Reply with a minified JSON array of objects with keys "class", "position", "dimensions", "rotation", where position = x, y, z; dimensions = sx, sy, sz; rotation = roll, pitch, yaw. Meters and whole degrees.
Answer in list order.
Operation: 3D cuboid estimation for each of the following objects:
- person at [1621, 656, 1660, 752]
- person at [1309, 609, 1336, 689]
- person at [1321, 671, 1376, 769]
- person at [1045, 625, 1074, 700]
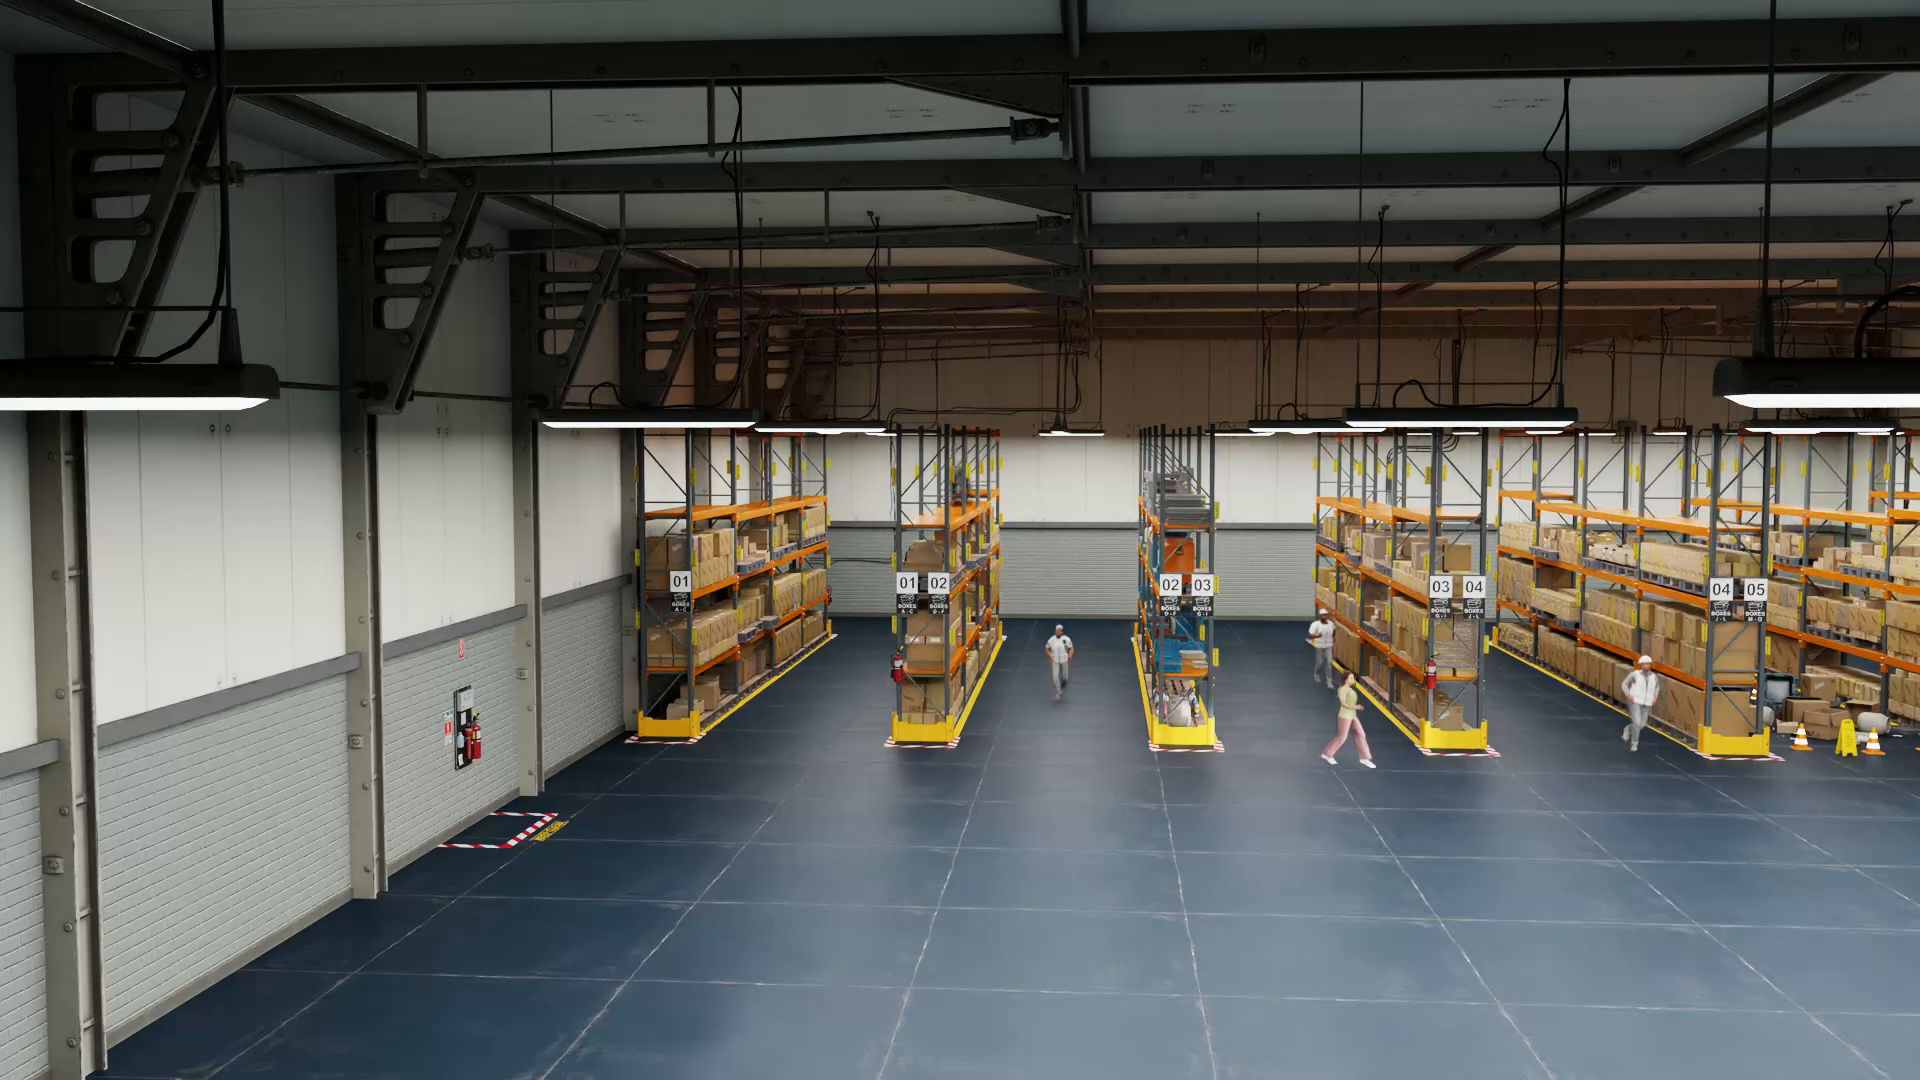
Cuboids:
[{"class":"person","position":[12.583,2.995,30.746],"dimensions":[0.713,1.732,0.756],"rotation":[0,3,-4]},{"class":"person","position":[8.386,2.480,38.376],"dimensions":[0.690,1.788,0.912],"rotation":[0,3,-5]},{"class":"person","position":[6.733,3.107,28.845],"dimensions":[0.948,1.680,0.582],"rotation":[2,4,28]},{"class":"person","position":[2.197,2.693,36.764],"dimensions":[0.632,1.632,0.622],"rotation":[0,3,2]}]
